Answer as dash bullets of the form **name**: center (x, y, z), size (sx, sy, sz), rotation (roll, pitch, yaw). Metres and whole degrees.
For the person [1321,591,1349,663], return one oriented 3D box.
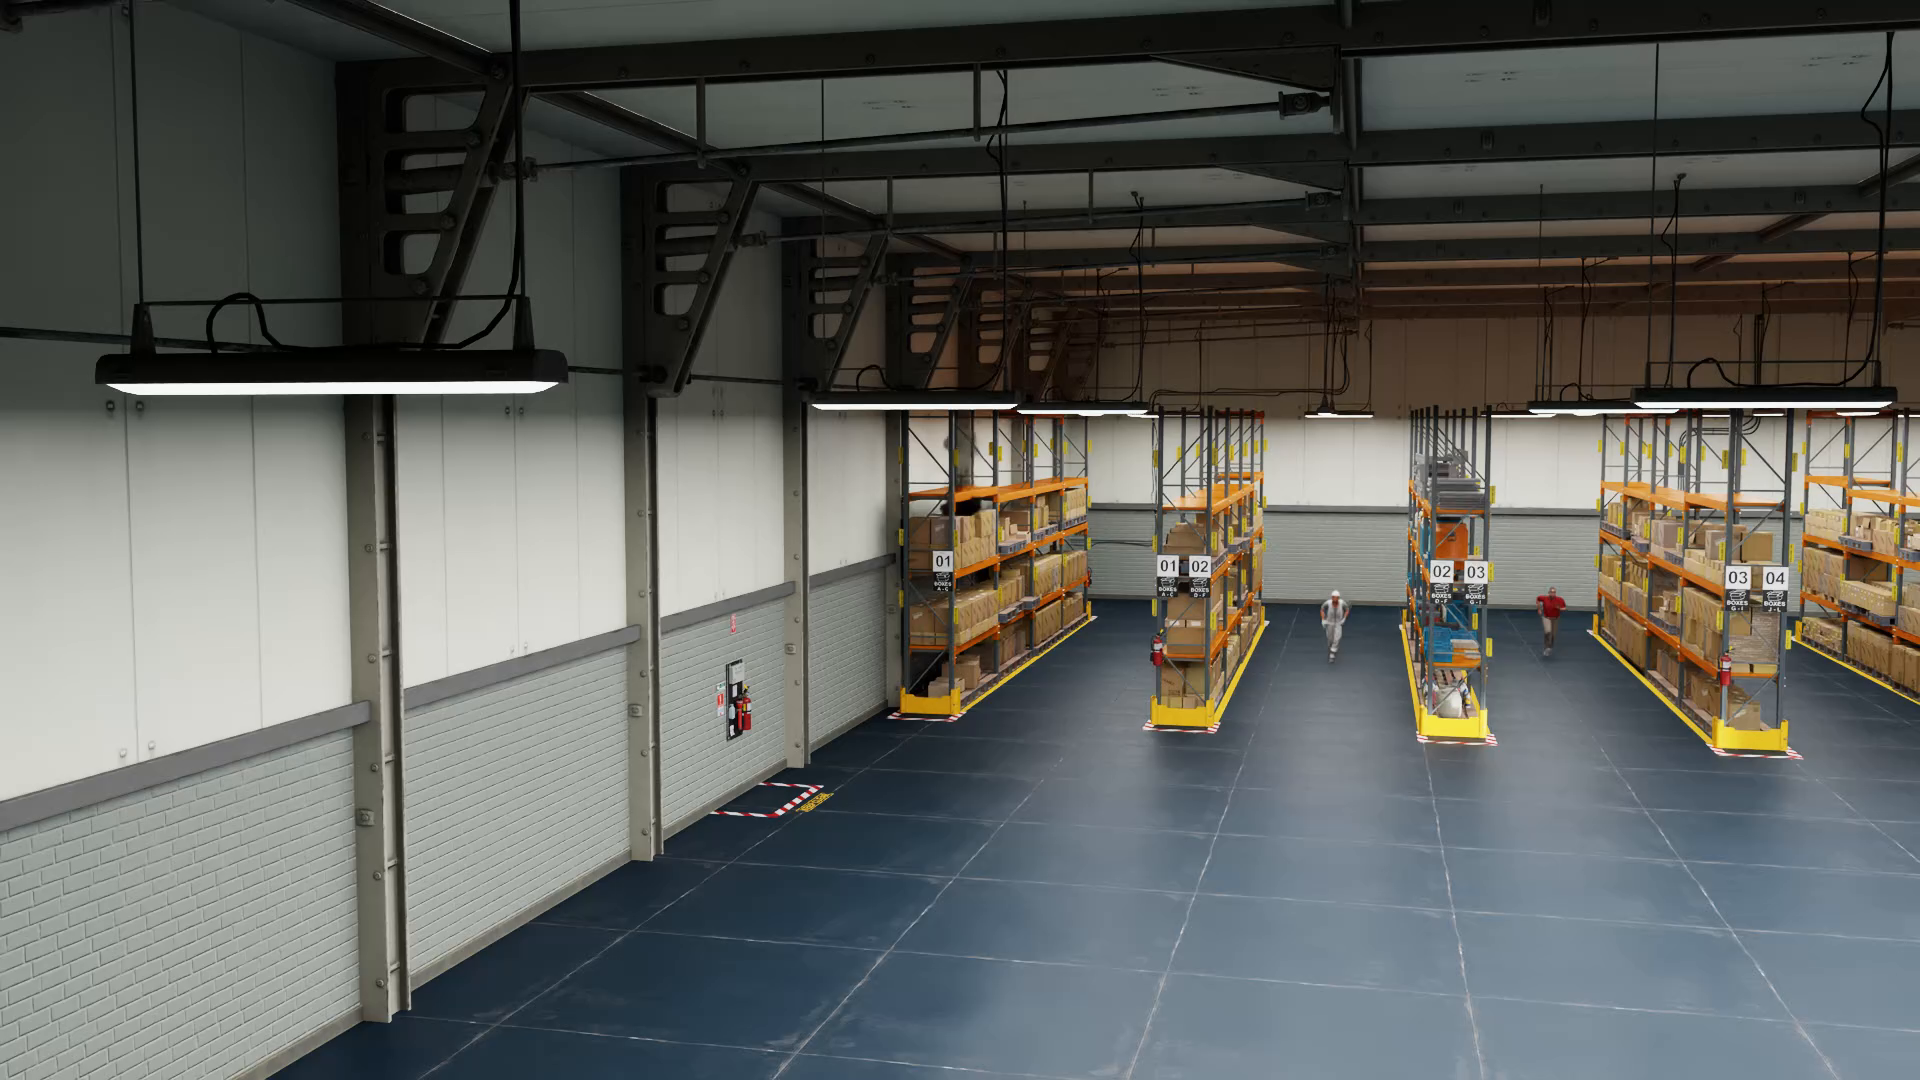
- **person**: center (8.930, 2.044, 39.664), size (0.659, 1.722, 0.912), rotation (0, 4, 4)

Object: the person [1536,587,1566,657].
- **person**: center (14.370, 1.988, 40.443), size (0.648, 1.708, 0.928), rotation (1, 4, 10)
